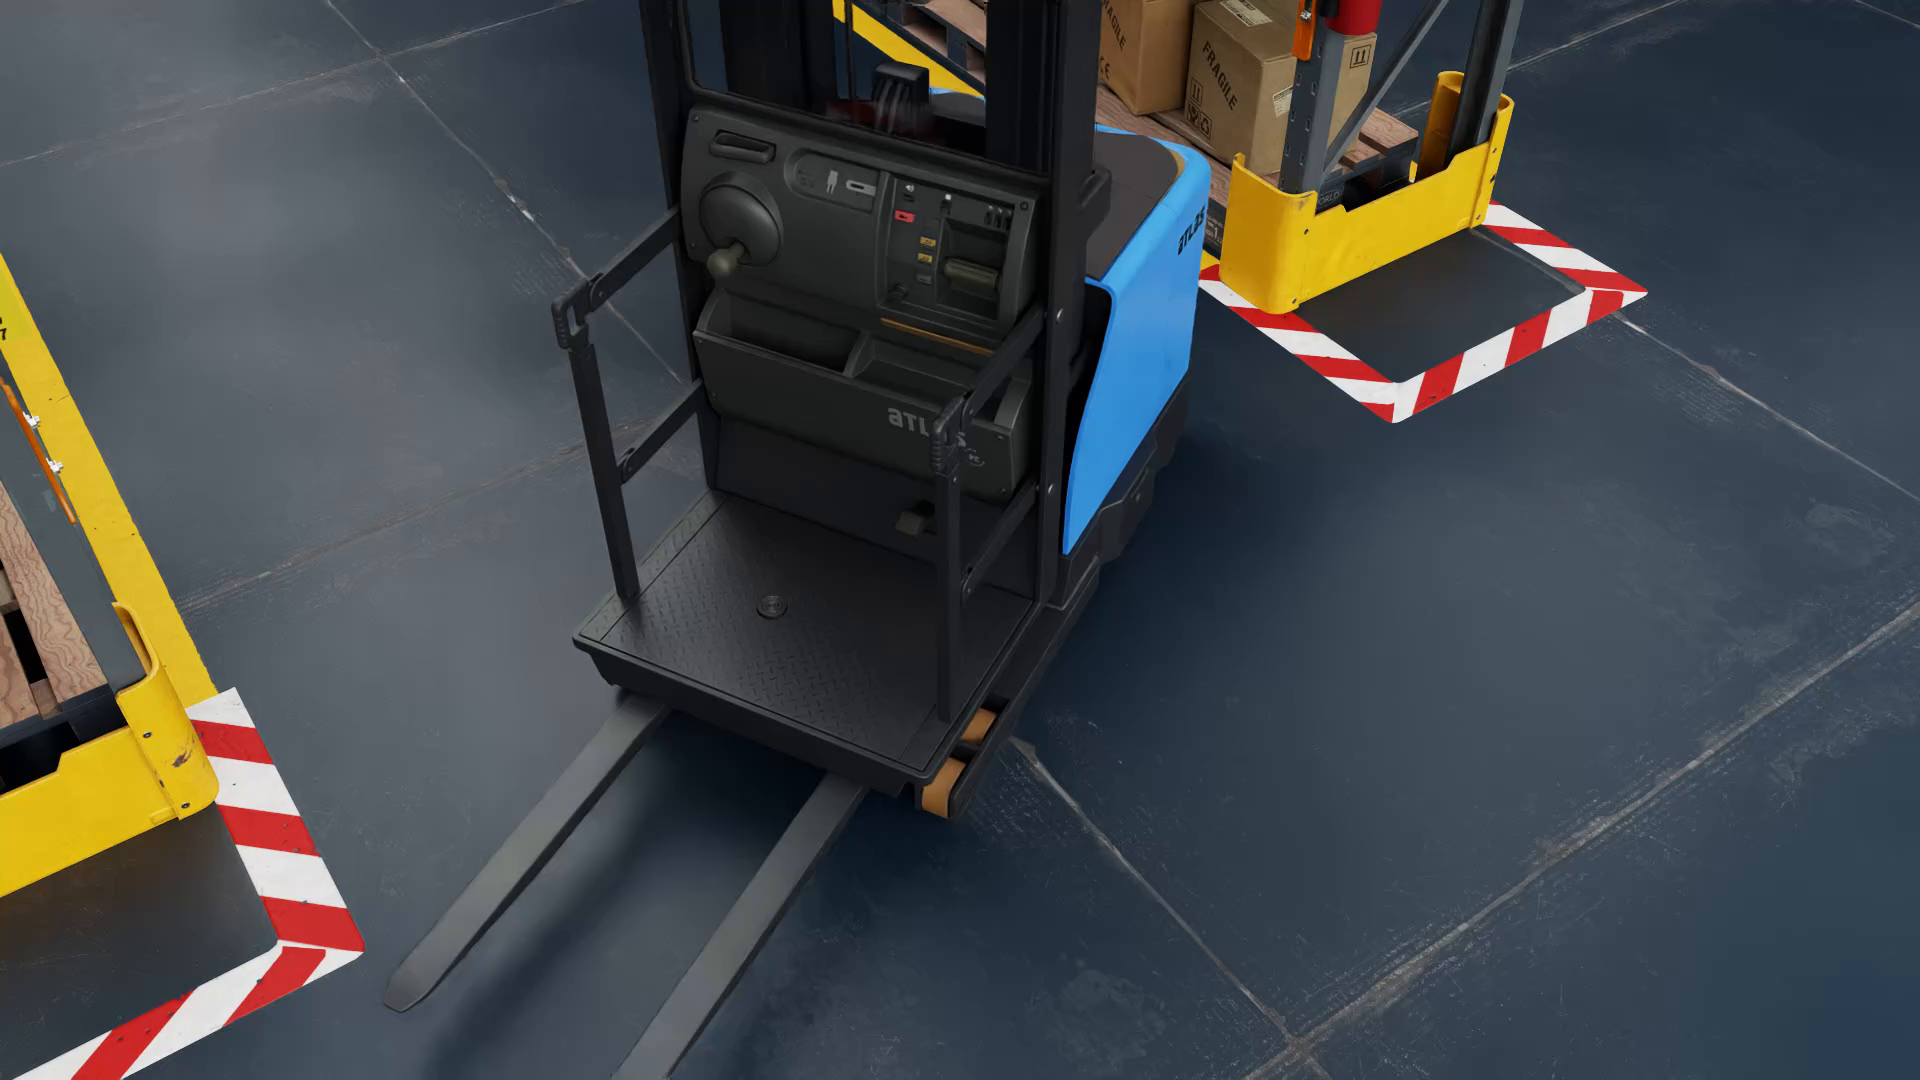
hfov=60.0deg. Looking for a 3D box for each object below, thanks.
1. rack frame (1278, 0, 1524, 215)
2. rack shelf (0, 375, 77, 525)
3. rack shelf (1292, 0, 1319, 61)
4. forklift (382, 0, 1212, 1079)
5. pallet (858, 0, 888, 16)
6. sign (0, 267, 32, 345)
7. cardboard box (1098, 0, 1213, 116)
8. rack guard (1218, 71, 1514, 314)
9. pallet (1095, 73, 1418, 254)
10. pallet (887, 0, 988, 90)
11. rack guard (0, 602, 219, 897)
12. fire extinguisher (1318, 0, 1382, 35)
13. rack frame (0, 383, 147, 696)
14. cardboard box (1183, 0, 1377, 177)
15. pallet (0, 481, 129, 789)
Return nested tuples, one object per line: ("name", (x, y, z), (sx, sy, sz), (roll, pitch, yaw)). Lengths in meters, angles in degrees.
("rack frame", (1.573, -2.182, 5.364), (1.000, 3.000, 0.127), (-26, 49, -24))
("rack shelf", (-3.633, -1.098, 4.749), (1.077, 0.370, 4.000), (-26, 49, -24))
("rack shelf", (0.429, -3.055, 6.798), (1.077, 0.370, 4.000), (-26, 49, -24))
("forklift", (-0.353, -0.669, 3.828), (1.130, 2.935, 3.031), (19, 47, 19))
("pallet", (-0.302, -3.073, 8.316), (1.003, 0.211, 1.213), (-26, 49, -24))
("sign", (-2.036, -0.541, 3.443), (0.100, 0.325, 0.005), (-26, 49, -24))
("cardboard box", (0.860, -2.115, 6.800), (0.500, 0.500, 0.500), (-14, 45, -14))
("rack guard", (1.530, -1.321, 6.272), (1.175, 0.500, 0.348), (-26, 49, -24))
("pallet", (1.094, -1.691, 6.868), (1.003, 0.211, 1.213), (-26, 49, -24))
("pallet", (0.400, -2.381, 7.591), (1.003, 0.211, 1.213), (-26, 49, -24))
("rack guard", (-2.571, 0.654, 4.203), (1.175, 0.500, 0.348), (-26, 49, -24))
("fire extinguisher", (1.261, -1.907, 5.132), (0.296, 0.674, 0.183), (-26, 49, -24))
("rack frame", (-2.489, -0.226, 3.314), (1.000, 3.000, 0.127), (-26, 49, -24))
("cardboard box", (1.230, -1.790, 6.459), (0.500, 0.500, 0.500), (-17, 46, -17))
("pallet", (-3.032, 0.296, 4.787), (1.003, 0.211, 1.213), (-26, 49, -24))
